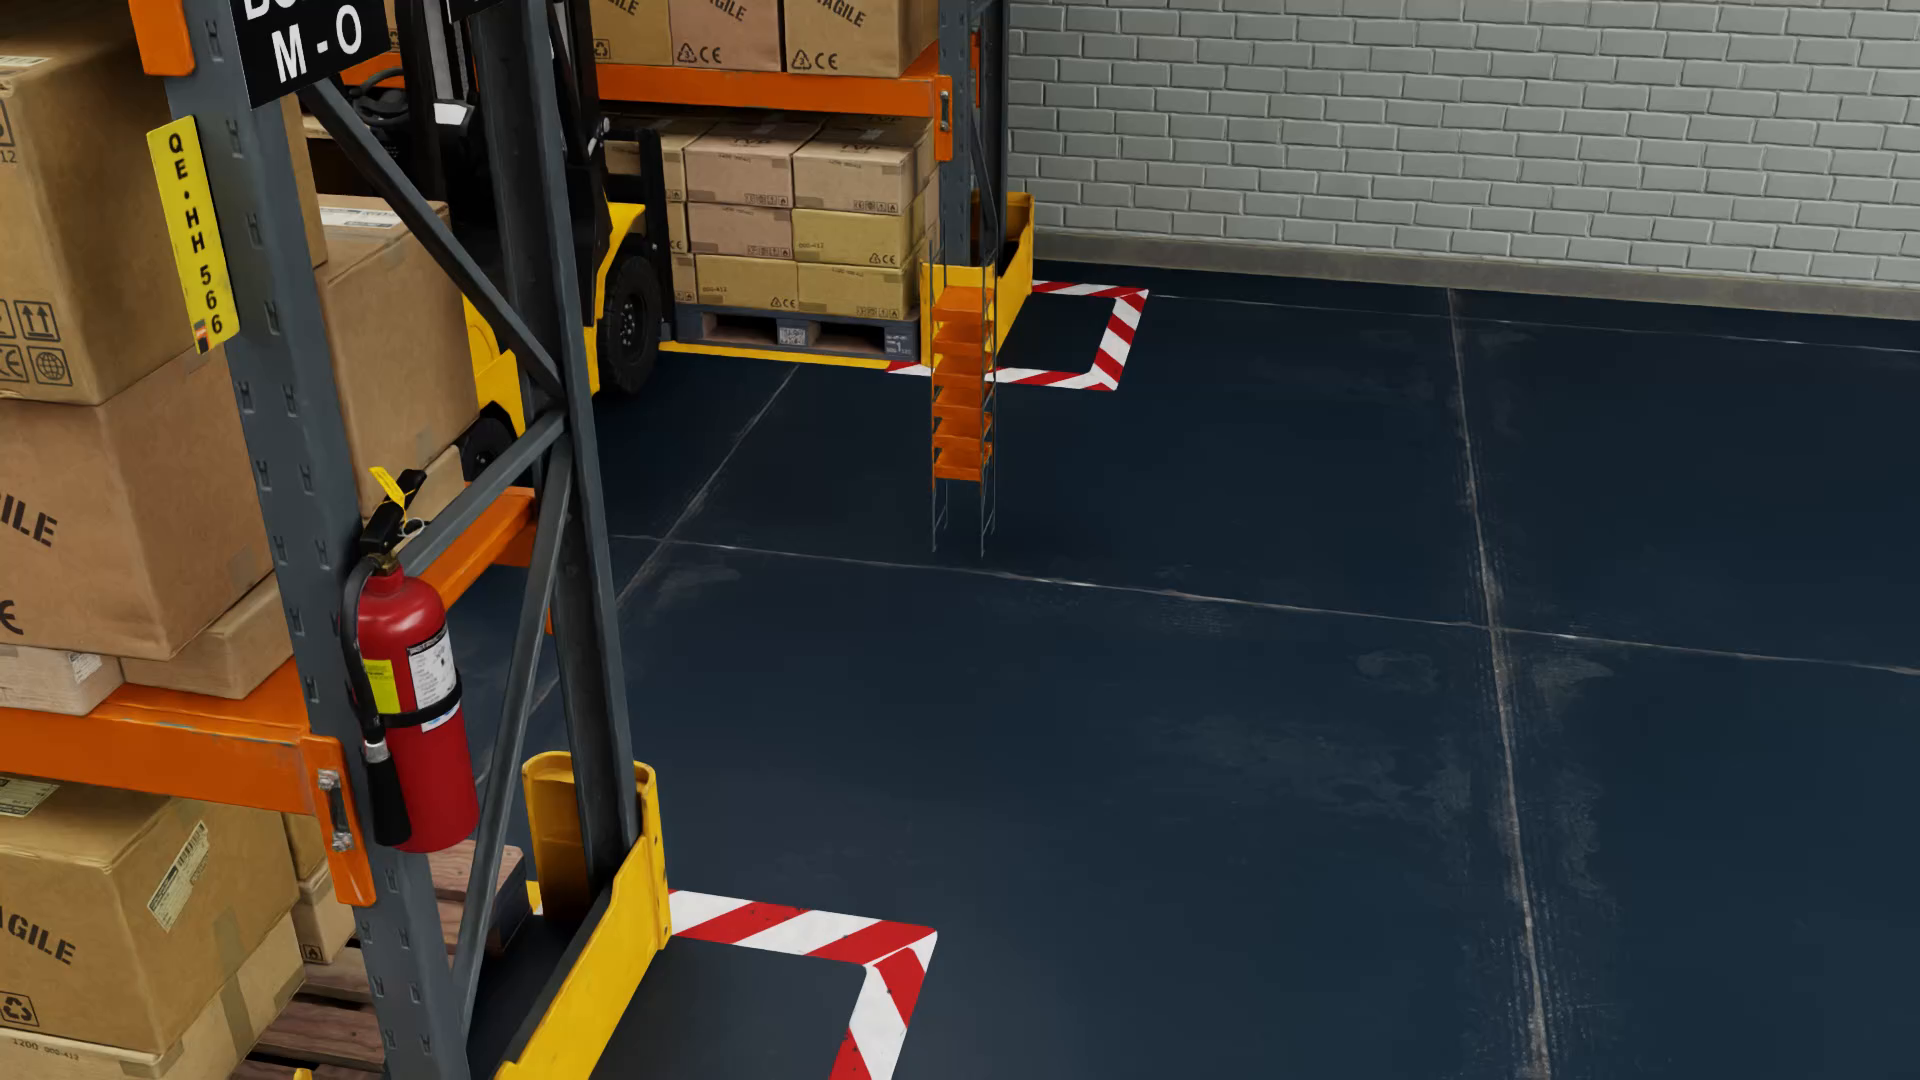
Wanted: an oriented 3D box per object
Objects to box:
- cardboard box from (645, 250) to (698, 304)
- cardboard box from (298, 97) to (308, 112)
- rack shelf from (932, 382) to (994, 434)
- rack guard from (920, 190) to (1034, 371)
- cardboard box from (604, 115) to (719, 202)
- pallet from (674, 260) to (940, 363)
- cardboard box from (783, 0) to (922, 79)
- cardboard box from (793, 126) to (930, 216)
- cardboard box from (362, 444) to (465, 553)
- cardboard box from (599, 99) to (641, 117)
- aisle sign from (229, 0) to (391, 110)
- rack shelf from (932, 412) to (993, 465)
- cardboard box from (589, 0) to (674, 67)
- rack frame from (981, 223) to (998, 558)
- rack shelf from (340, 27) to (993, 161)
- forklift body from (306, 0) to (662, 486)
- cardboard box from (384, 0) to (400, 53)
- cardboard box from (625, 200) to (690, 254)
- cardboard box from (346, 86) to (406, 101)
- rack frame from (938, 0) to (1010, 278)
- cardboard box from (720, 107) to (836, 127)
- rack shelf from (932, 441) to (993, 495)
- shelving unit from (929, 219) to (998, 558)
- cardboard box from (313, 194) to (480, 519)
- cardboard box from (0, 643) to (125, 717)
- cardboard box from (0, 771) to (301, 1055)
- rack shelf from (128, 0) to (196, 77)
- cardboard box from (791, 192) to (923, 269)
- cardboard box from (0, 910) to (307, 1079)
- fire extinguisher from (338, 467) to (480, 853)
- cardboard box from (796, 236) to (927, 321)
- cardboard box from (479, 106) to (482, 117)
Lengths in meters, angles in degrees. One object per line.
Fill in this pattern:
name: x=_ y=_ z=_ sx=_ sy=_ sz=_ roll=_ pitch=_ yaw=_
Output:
cardboard box: x=-1.425 y=-1.364 z=8.043 sx=0.500 sy=0.250 sz=0.500 roll=6 pitch=29 yaw=11
cardboard box: x=-3.432 y=-2.000 z=8.165 sx=0.500 sy=0.250 sz=0.500 roll=5 pitch=29 yaw=10
rack shelf: x=0.014 y=-0.486 z=5.981 sx=0.180 sy=0.103 sz=0.258 roll=6 pitch=29 yaw=11
rack guard: x=0.095 y=-1.279 z=8.066 sx=0.348 sy=0.500 sz=1.175 roll=6 pitch=29 yaw=11
cardboard box: x=-1.440 y=-1.789 z=7.779 sx=0.500 sy=0.250 sz=0.500 roll=6 pitch=29 yaw=11
pallet: x=-0.685 y=-1.212 z=8.244 sx=1.213 sy=0.211 sz=1.003 roll=6 pitch=29 yaw=11
cardboard box: x=-0.464 y=-2.348 z=7.311 sx=0.500 sy=0.500 sz=0.500 roll=5 pitch=29 yaw=9
cardboard box: x=-0.444 y=-1.695 z=7.606 sx=0.500 sy=0.250 sz=0.500 roll=7 pitch=29 yaw=12
cardboard box: x=-1.250 y=-0.068 z=3.512 sx=0.250 sy=0.149 sz=0.380 roll=6 pitch=29 yaw=11
cardboard box: x=-1.835 y=-2.090 z=8.329 sx=0.500 sy=0.250 sz=0.500 roll=5 pitch=29 yaw=10
aisle sign: x=-0.961 y=-1.045 z=2.327 sx=0.004 sy=0.787 sz=0.394 roll=6 pitch=29 yaw=11
rack shelf: x=0.014 y=-0.381 z=6.038 sx=0.180 sy=0.103 sz=0.258 roll=6 pitch=29 yaw=11
cardboard box: x=-1.471 y=-2.456 z=7.508 sx=0.500 sy=0.500 sz=0.500 roll=5 pitch=29 yaw=10
rack frame: x=0.104 y=-0.516 z=5.942 sx=0.006 sy=1.200 sz=0.240 roll=6 pitch=29 yaw=11
rack shelf: x=-1.884 y=-2.263 z=8.009 sx=4.000 sy=0.370 sz=1.077 roll=6 pitch=29 yaw=11
forklift body: x=-2.164 y=-1.339 z=6.456 sx=1.214 sy=2.155 sz=2.313 roll=6 pitch=29 yaw=11
cardboard box: x=-2.452 y=-2.561 z=7.701 sx=0.500 sy=0.500 sz=0.500 roll=6 pitch=29 yaw=10
cardboard box: x=-1.467 y=-1.575 z=7.908 sx=0.500 sy=0.250 sz=0.500 roll=5 pitch=29 yaw=9
cardboard box: x=-2.820 y=-2.194 z=8.518 sx=0.500 sy=0.250 sz=0.500 roll=5 pitch=29 yaw=10
rack frame: x=0.072 y=-2.378 z=7.470 sx=0.127 sy=3.000 sz=1.000 roll=6 pitch=29 yaw=11
cardboard box: x=-0.848 y=-1.980 z=8.128 sx=0.500 sy=0.250 sz=0.500 roll=6 pitch=29 yaw=11
rack shelf: x=0.014 y=-0.275 z=6.096 sx=0.180 sy=0.103 sz=0.258 roll=6 pitch=29 yaw=11
shelving unit: x=0.014 y=-0.525 z=5.959 sx=0.189 sy=1.200 sz=0.258 roll=6 pitch=29 yaw=11
cardboard box: x=-1.366 y=-0.399 z=3.441 sx=0.500 sy=0.500 sz=0.500 roll=5 pitch=29 yaw=10
cardboard box: x=-1.642 y=0.153 z=3.108 sx=0.250 sy=0.149 sz=0.380 roll=6 pitch=29 yaw=10
cardboard box: x=-1.799 y=0.688 z=3.514 sx=0.500 sy=0.500 sz=0.500 roll=6 pitch=29 yaw=11
rack shelf: x=-2.917 y=-1.247 z=3.030 sx=4.000 sy=0.370 sz=1.077 roll=6 pitch=29 yaw=11
cardboard box: x=-0.469 y=-1.478 z=7.731 sx=0.500 sy=0.250 sz=0.500 roll=5 pitch=29 yaw=10
cardboard box: x=-1.831 y=1.018 z=3.693 sx=0.500 sy=0.250 sz=0.500 roll=6 pitch=29 yaw=10
fire extinguisher: x=-0.945 y=0.215 z=2.814 sx=0.183 sy=0.674 sz=0.296 roll=6 pitch=29 yaw=11
cardboard box: x=-0.454 y=-1.255 z=7.845 sx=0.500 sy=0.250 sz=0.500 roll=6 pitch=29 yaw=11
cardboard box: x=-2.445 y=-1.900 z=7.981 sx=0.500 sy=0.250 sz=0.500 roll=7 pitch=29 yaw=12
